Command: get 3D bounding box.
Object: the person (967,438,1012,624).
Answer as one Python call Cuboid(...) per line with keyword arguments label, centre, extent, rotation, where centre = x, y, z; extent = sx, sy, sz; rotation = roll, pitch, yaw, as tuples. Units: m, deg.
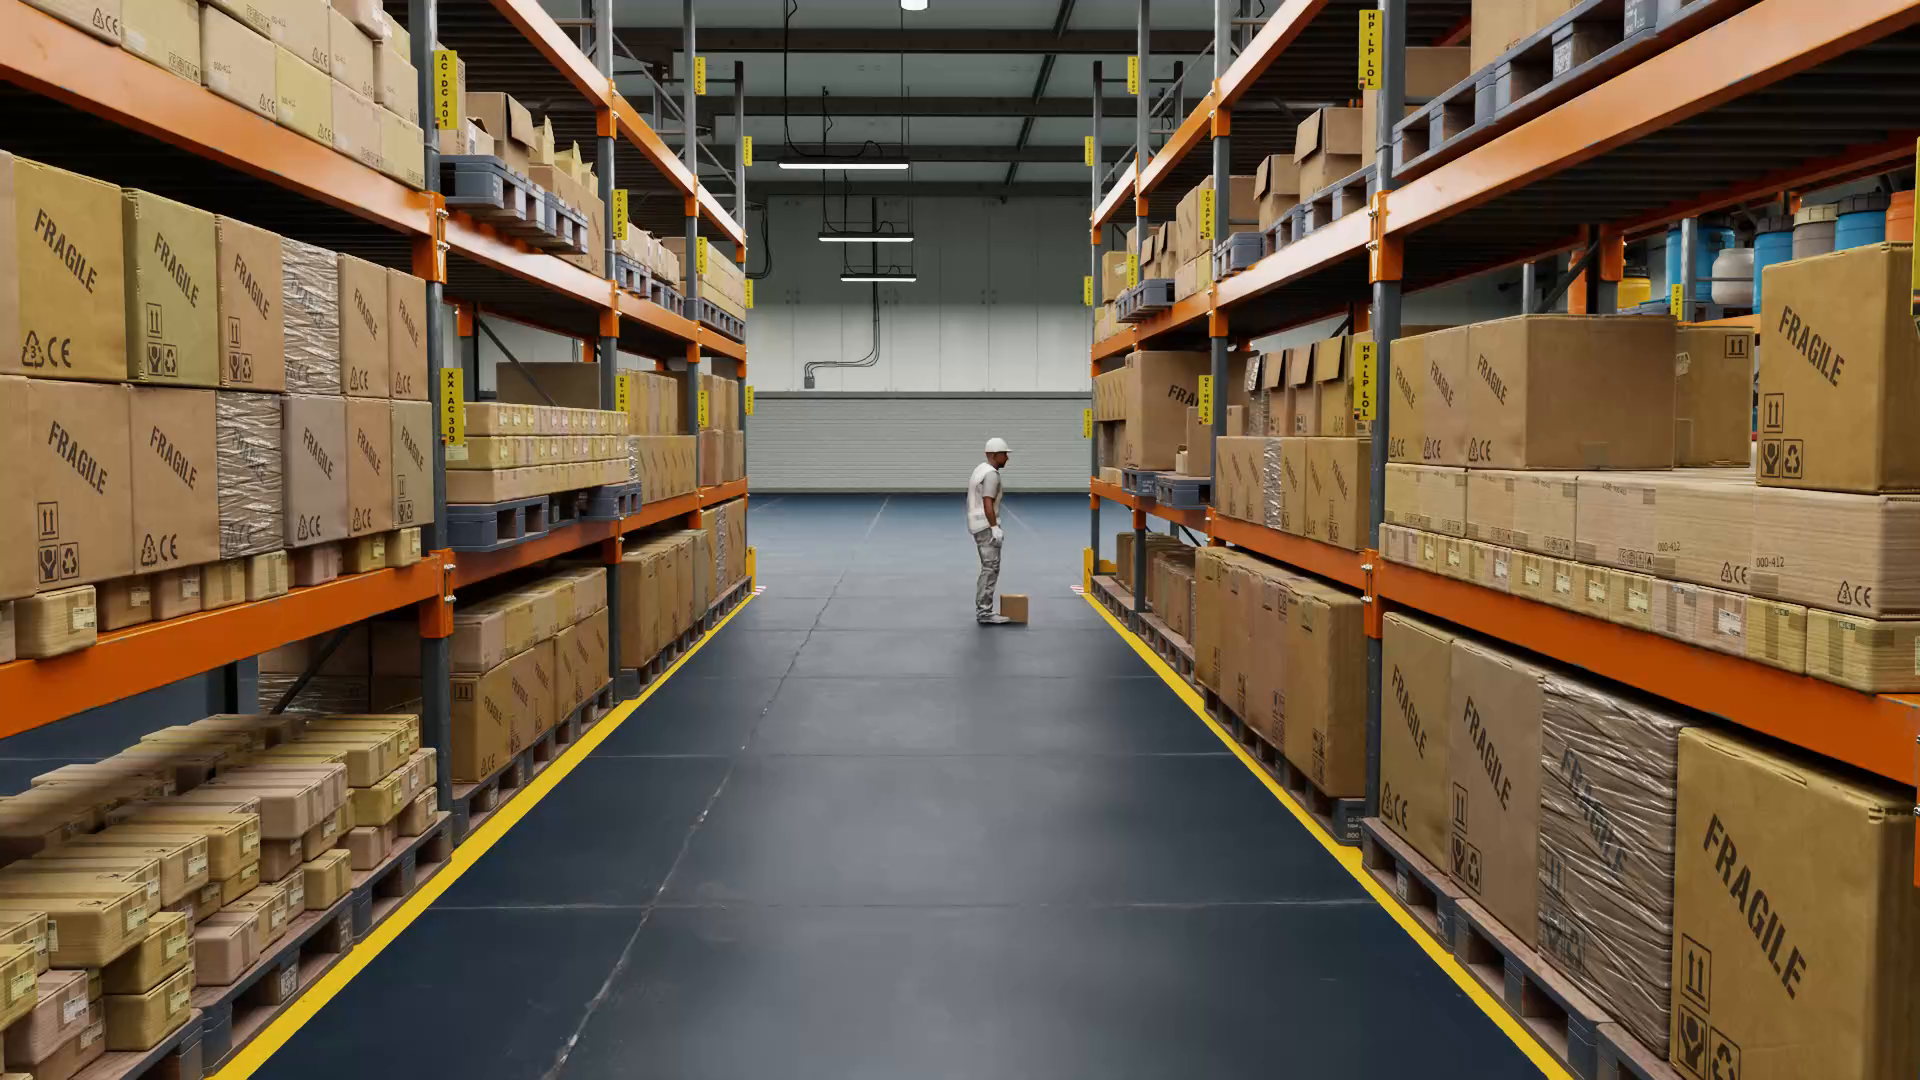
Cuboid(label="person", centre=(0.293, -0.098, 16.094), extent=(0.443, 1.776, 0.631), rotation=(0, 4, -4))
